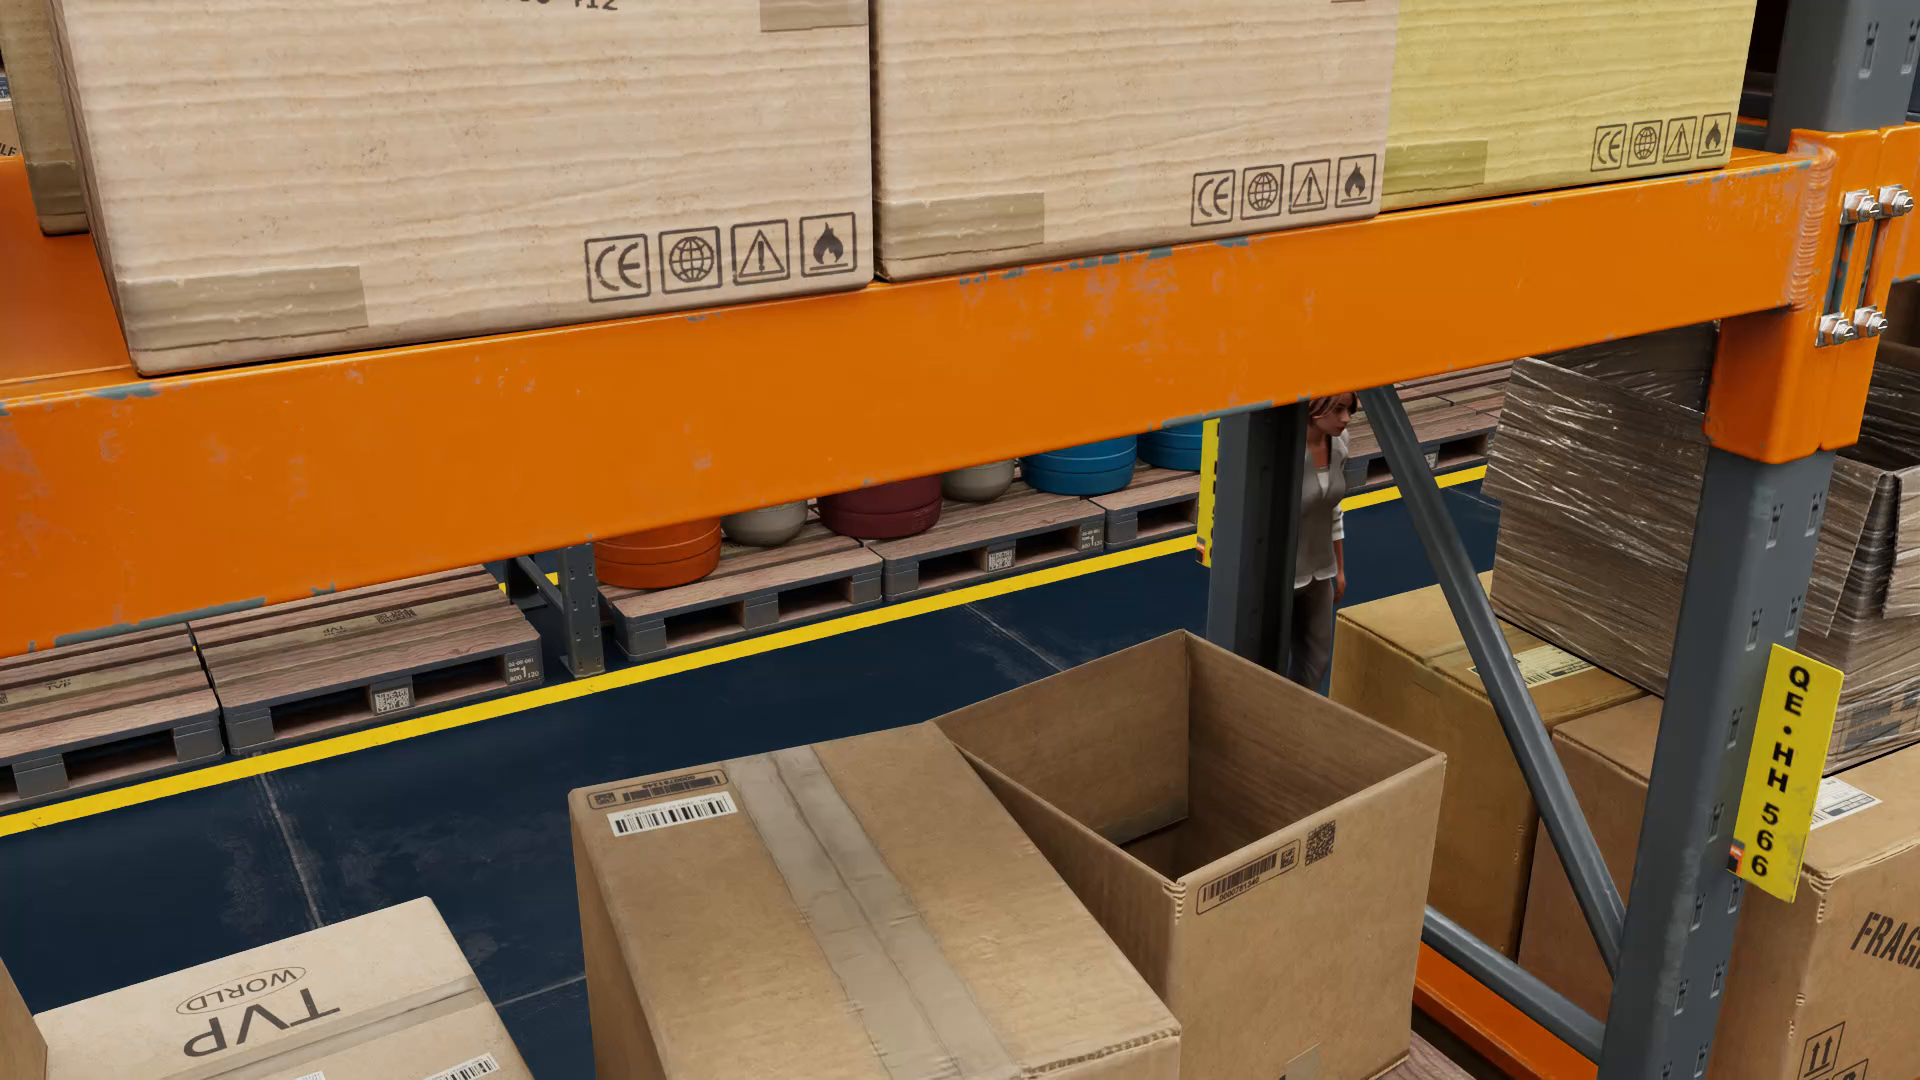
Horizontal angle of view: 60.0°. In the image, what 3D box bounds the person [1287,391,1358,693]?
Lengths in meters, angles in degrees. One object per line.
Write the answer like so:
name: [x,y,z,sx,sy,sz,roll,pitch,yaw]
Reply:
person: [1.140,0.156,5.733,0.485,1.581,0.345,-14,26,-31]
